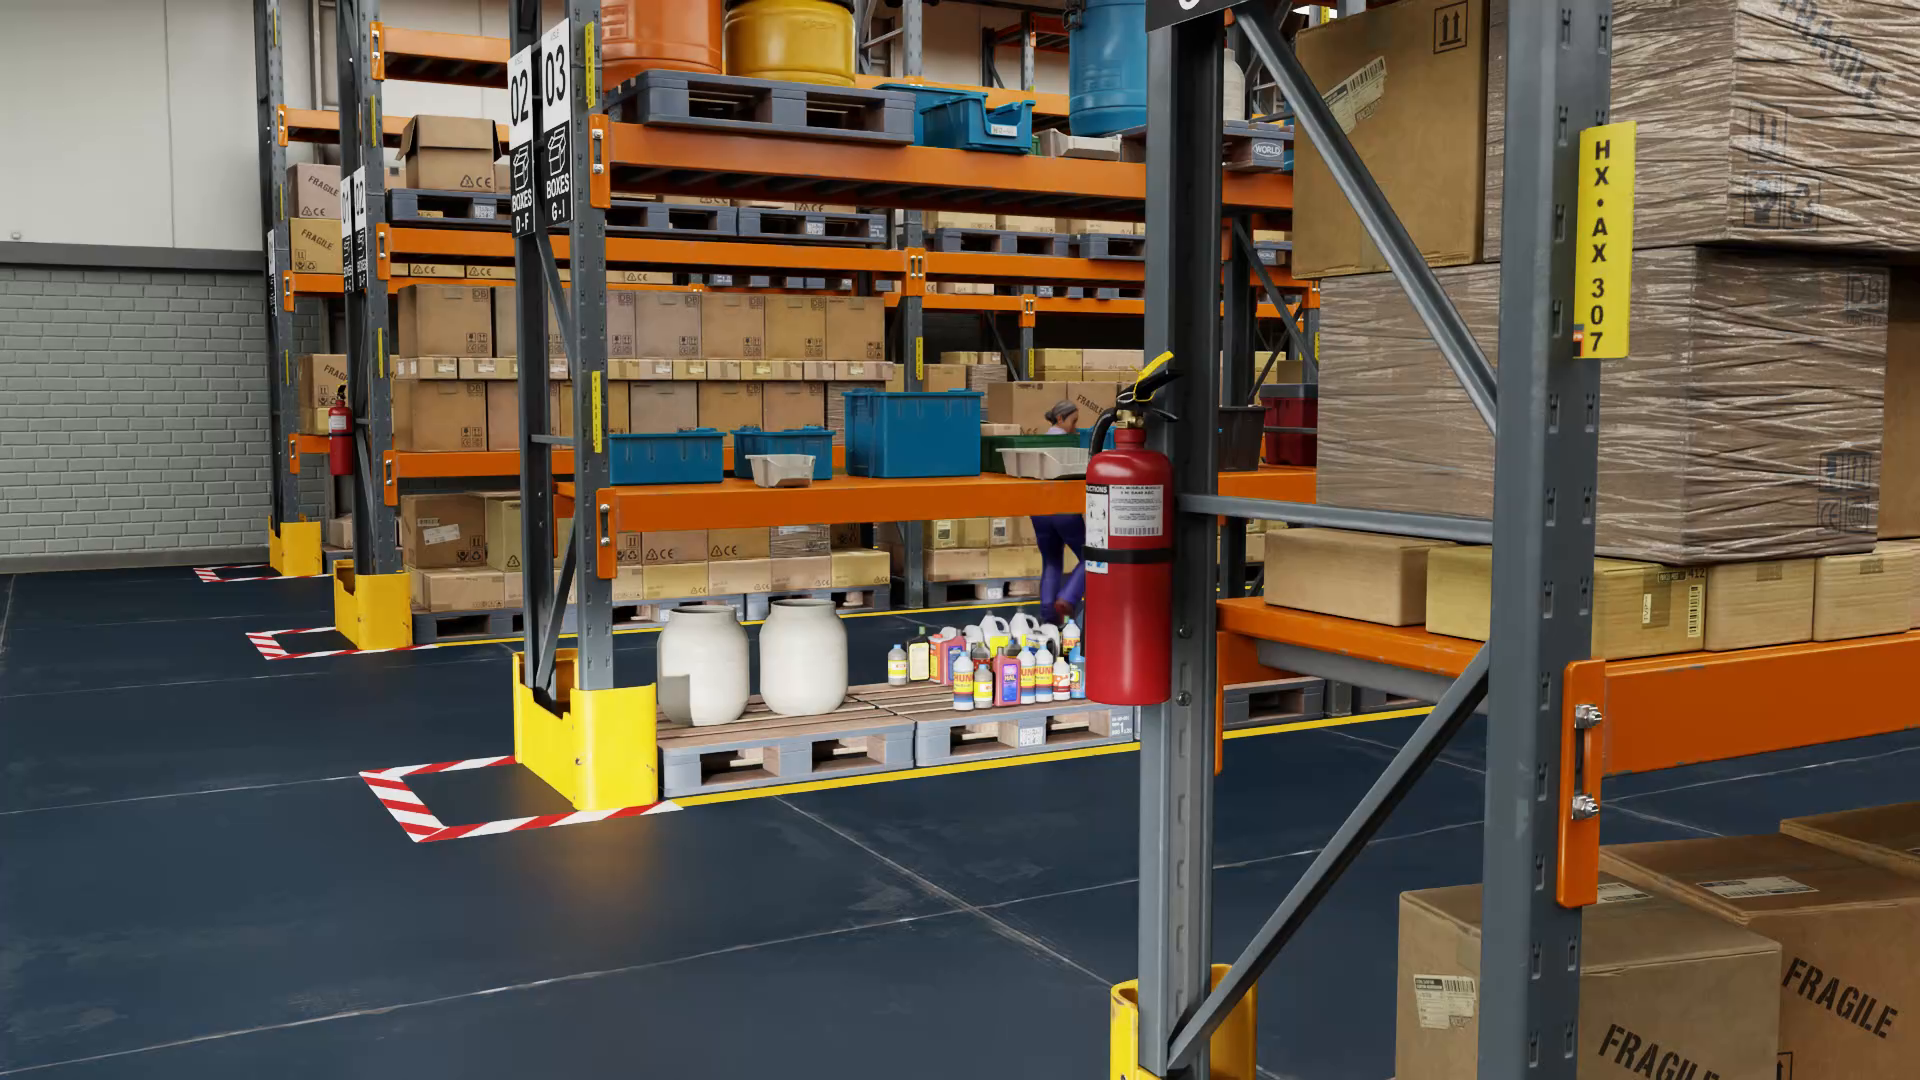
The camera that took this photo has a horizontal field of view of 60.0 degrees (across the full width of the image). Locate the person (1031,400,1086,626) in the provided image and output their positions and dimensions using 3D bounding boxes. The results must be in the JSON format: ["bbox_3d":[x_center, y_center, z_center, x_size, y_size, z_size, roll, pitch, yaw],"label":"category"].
[{"bbox_3d":[0.691,-0.155,11.610,0.524,1.634,0.569,4,6,36],"label":"person"}]
